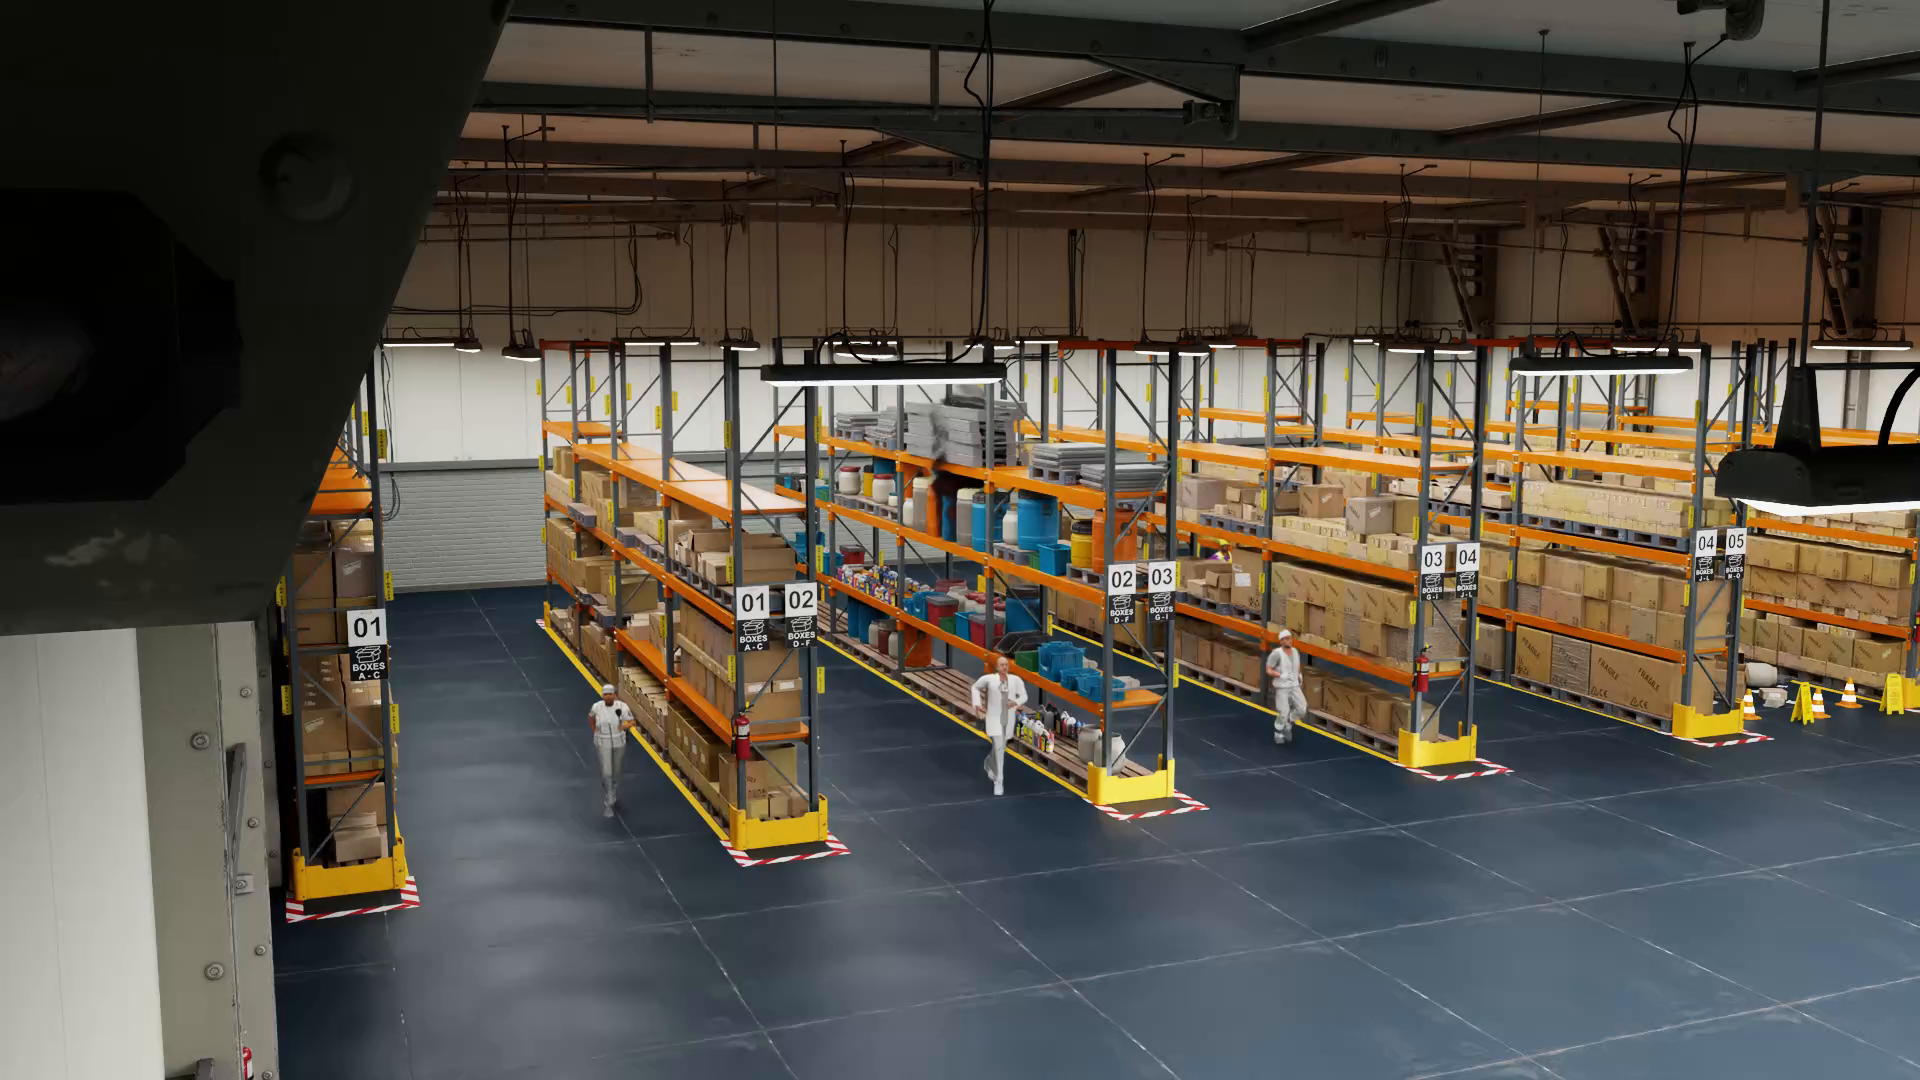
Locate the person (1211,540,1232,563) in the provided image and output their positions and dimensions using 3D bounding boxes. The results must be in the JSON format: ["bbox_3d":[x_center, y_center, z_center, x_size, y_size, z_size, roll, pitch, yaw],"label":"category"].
[{"bbox_3d":[5.673,0.841,35.688,0.696,1.718,0.605,-3,8,-21],"label":"person"}]

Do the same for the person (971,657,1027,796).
[{"bbox_3d":[0.557,2.506,22.787,0.723,1.840,0.896,-3,8,-23],"label":"person"}]

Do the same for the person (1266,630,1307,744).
[{"bbox_3d":[4.917,2.216,24.903,0.718,1.748,0.574,-3,8,-25],"label":"person"}]

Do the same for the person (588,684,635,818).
[{"bbox_3d":[-4.530,2.707,21.688,0.581,1.721,0.797,-2,8,-18],"label":"person"}]
